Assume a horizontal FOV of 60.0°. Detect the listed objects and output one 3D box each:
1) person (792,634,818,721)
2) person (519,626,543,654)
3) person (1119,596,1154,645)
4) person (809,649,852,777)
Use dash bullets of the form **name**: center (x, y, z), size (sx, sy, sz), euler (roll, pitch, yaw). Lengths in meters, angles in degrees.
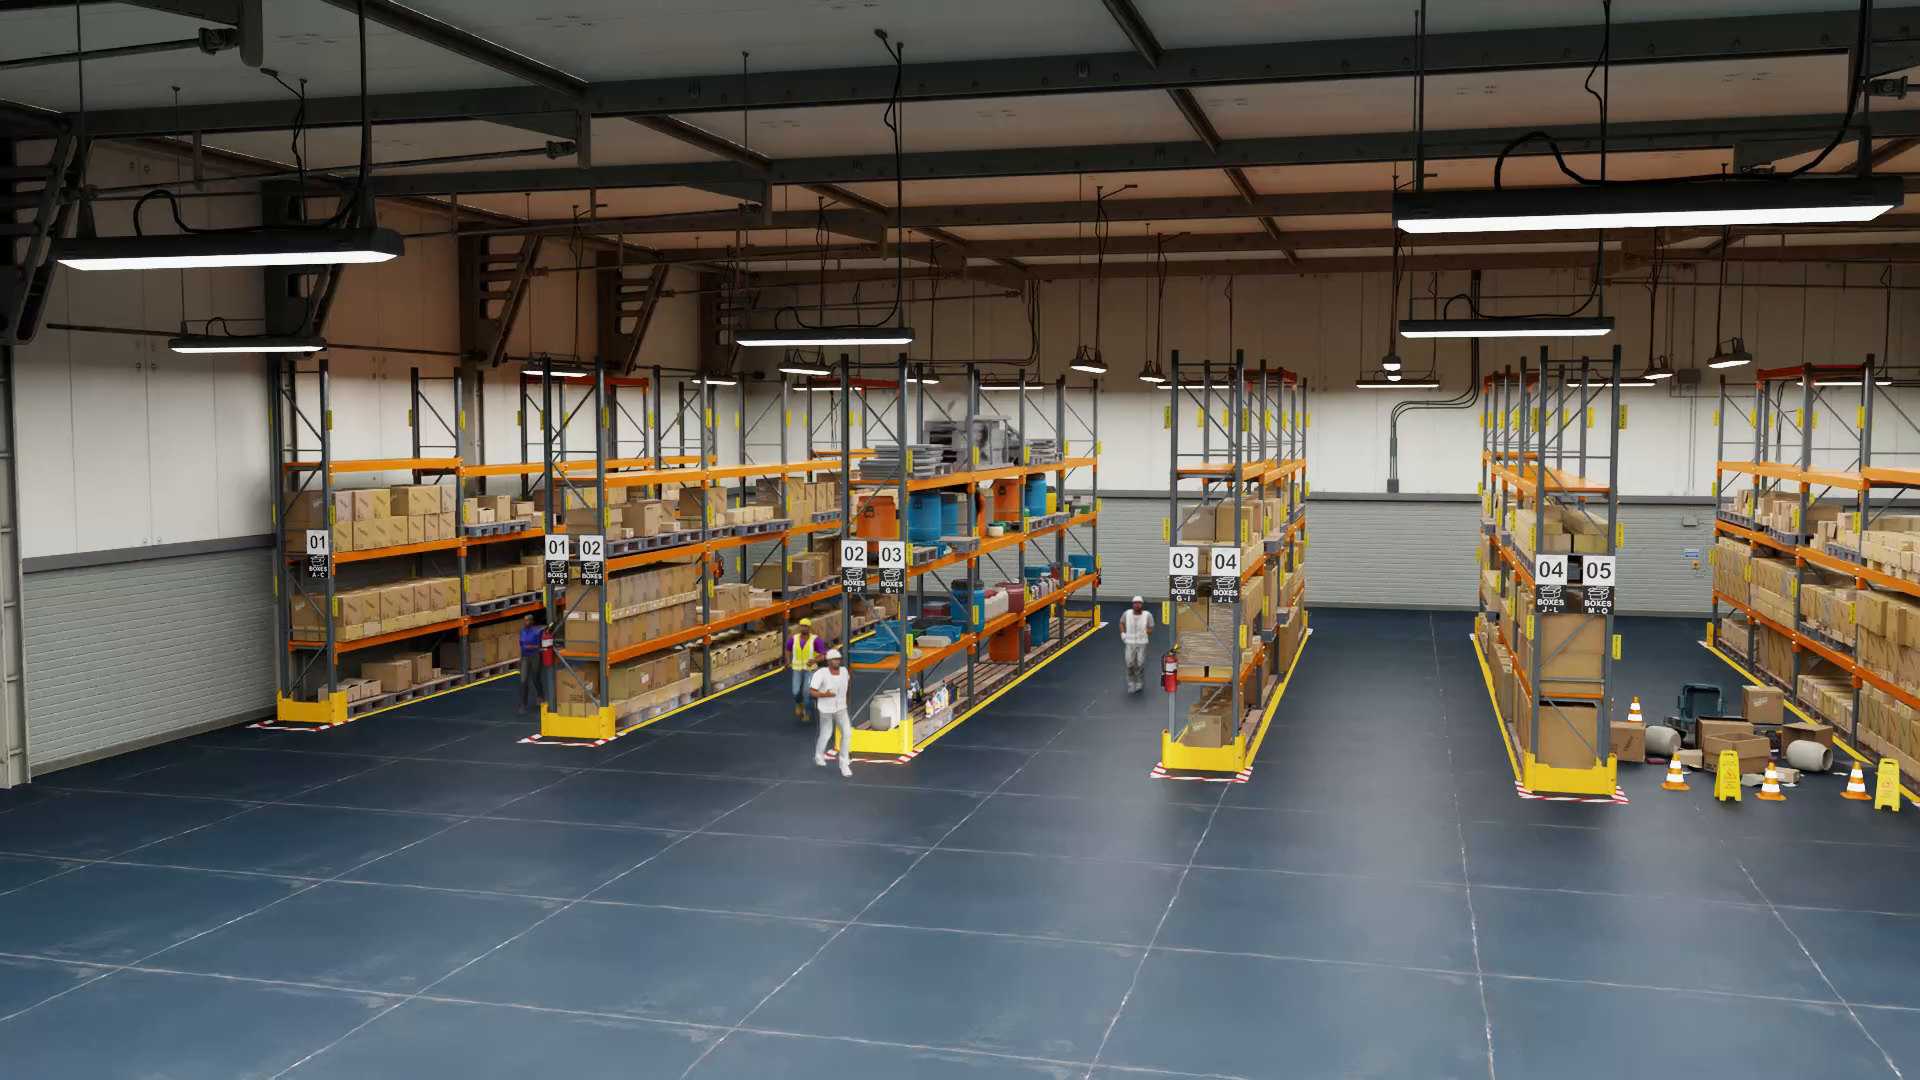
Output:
- **person**: center (-2.580, 2.293, 27.592), size (0.434, 1.448, 0.530), euler (0, 4, 6)
- **person**: center (-7.366, 1.721, 28.647), size (0.518, 0.503, 0.405), euler (1, 4, 11)
- **person**: center (3.235, 1.472, 30.506), size (0.660, 0.884, 0.586), euler (1, 4, 9)
- **person**: center (-1.827, 2.433, 23.639), size (0.719, 1.795, 0.842), euler (-2, 5, -29)
